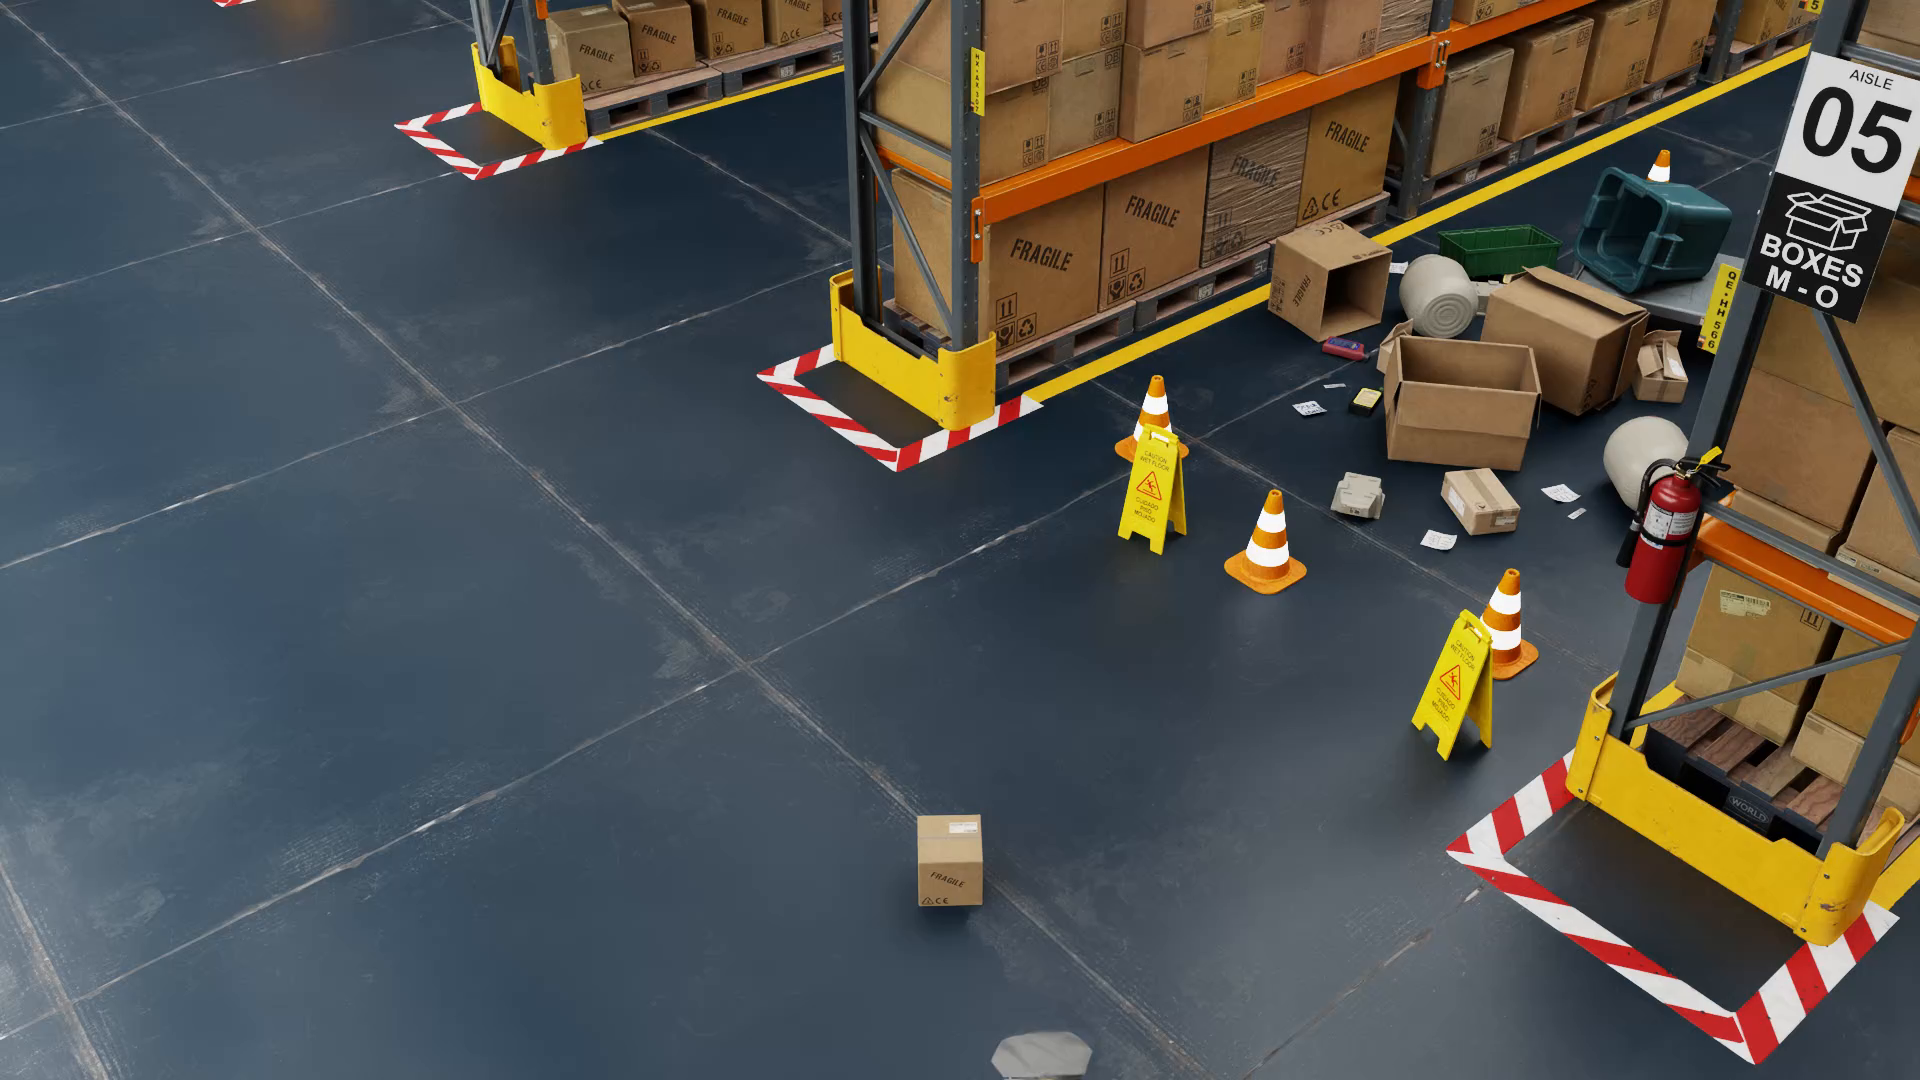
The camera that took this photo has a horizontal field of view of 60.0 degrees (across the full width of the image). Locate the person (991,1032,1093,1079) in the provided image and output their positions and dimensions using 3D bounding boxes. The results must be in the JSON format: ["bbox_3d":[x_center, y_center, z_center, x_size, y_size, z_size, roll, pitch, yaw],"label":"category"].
[{"bbox_3d":[0.239,1.919,4.413,0.502,1.640,0.969,0,36,1],"label":"person"}]
